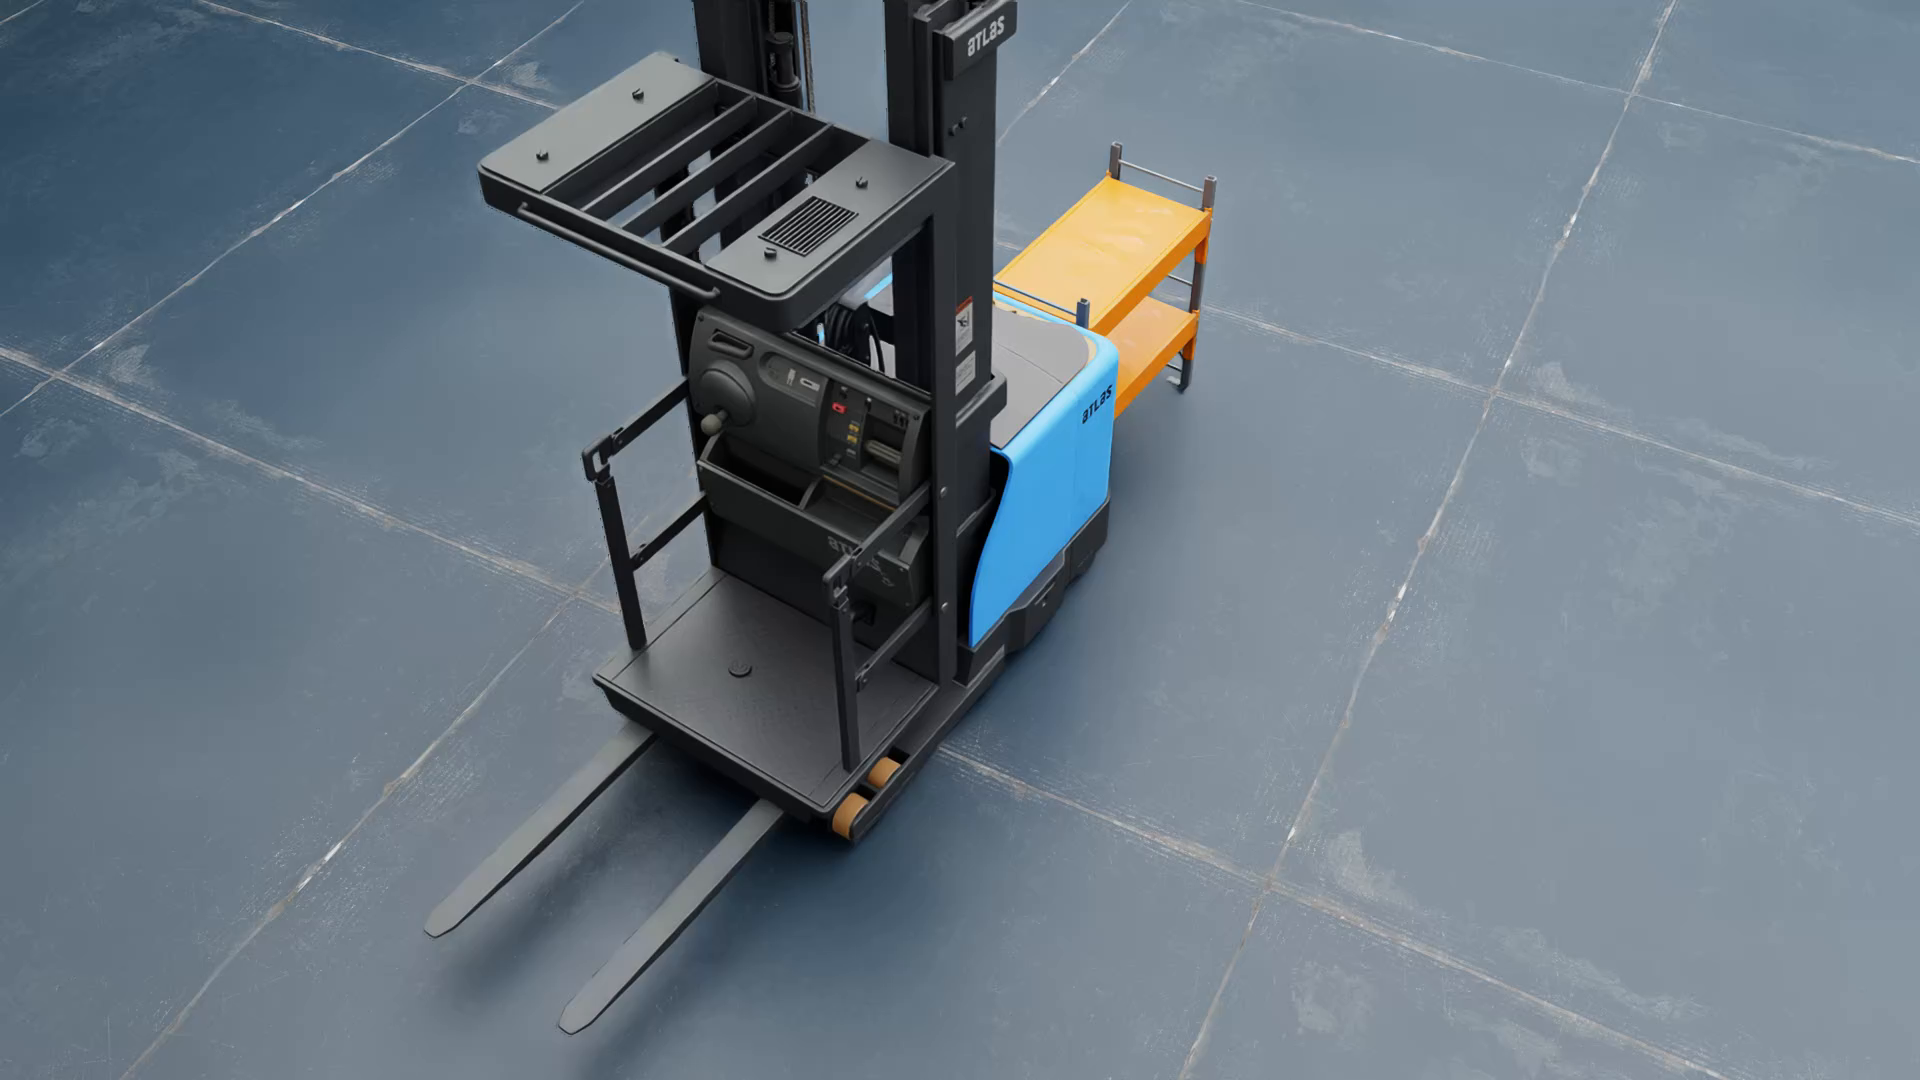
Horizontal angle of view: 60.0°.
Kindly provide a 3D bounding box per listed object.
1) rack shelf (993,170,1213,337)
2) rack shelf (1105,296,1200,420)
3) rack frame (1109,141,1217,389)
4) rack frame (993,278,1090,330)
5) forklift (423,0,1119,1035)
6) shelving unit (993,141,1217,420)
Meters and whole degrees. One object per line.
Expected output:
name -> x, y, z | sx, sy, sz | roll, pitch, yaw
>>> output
rack shelf -> 0.572, -1.115, 6.929 | 0.538, 0.278, 1.000 | 26, 51, 23
rack shelf -> 0.572, -0.737, 7.311 | 0.538, 0.278, 1.000 | 26, 51, 23
rack frame -> 0.860, -1.207, 7.432 | 0.500, 1.125, 0.032 | 26, 51, 23
rack frame -> 0.285, -0.611, 6.843 | 0.500, 1.125, 0.032 | 26, 51, 23
forklift -> -0.632, -0.349, 5.314 | 1.130, 2.935, 3.031 | 26, 51, 23
shelving unit -> 0.572, -0.909, 7.137 | 0.538, 1.125, 1.048 | 26, 51, 23
